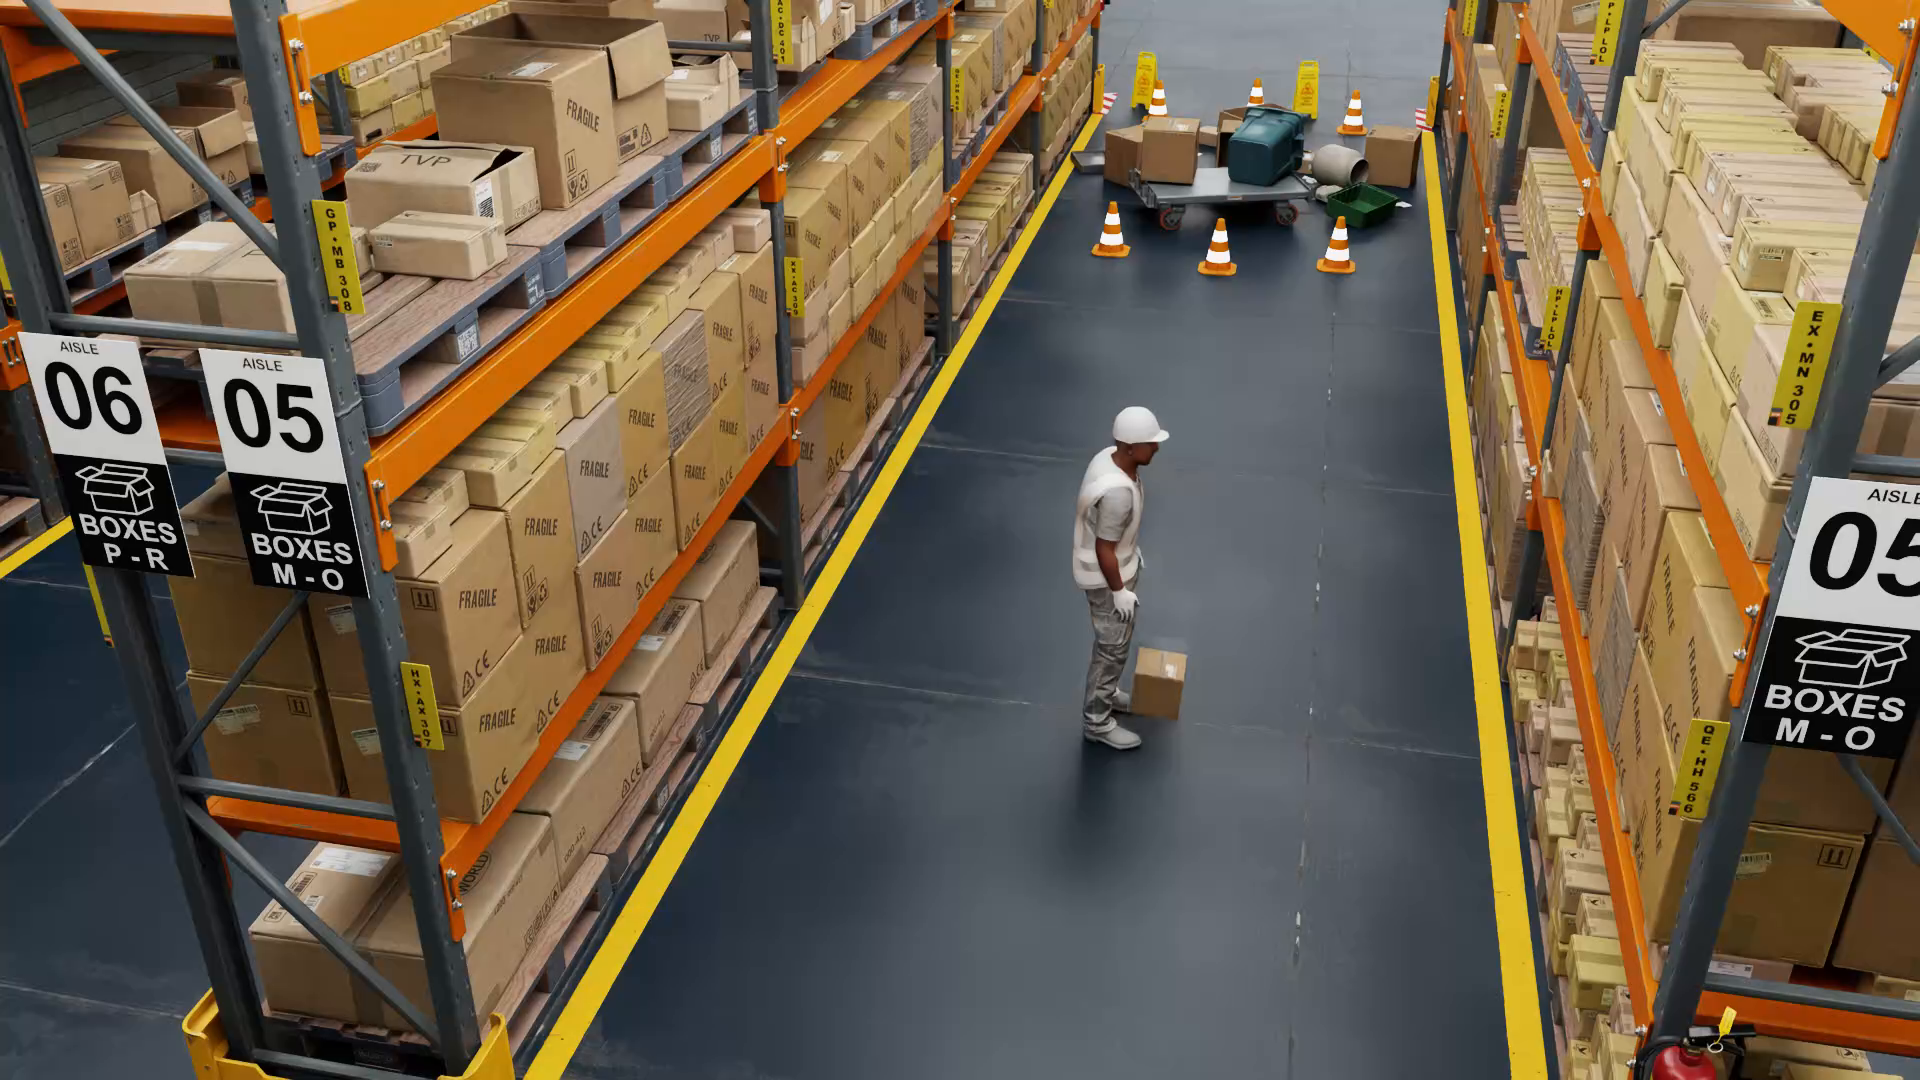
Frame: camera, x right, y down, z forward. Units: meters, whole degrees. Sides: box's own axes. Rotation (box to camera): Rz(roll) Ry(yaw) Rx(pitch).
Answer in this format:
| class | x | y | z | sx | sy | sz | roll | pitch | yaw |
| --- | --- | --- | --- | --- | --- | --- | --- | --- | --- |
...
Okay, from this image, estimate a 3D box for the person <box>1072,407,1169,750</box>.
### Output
| class | x | y | z | sx | sy | sz | roll | pitch | yaw |
| --- | --- | --- | --- | --- | --- | --- | --- | --- | --- |
| person | 0.780 | 0.161 | 8.313 | 0.434 | 1.776 | 0.590 | 5 | 29 | 9 |
